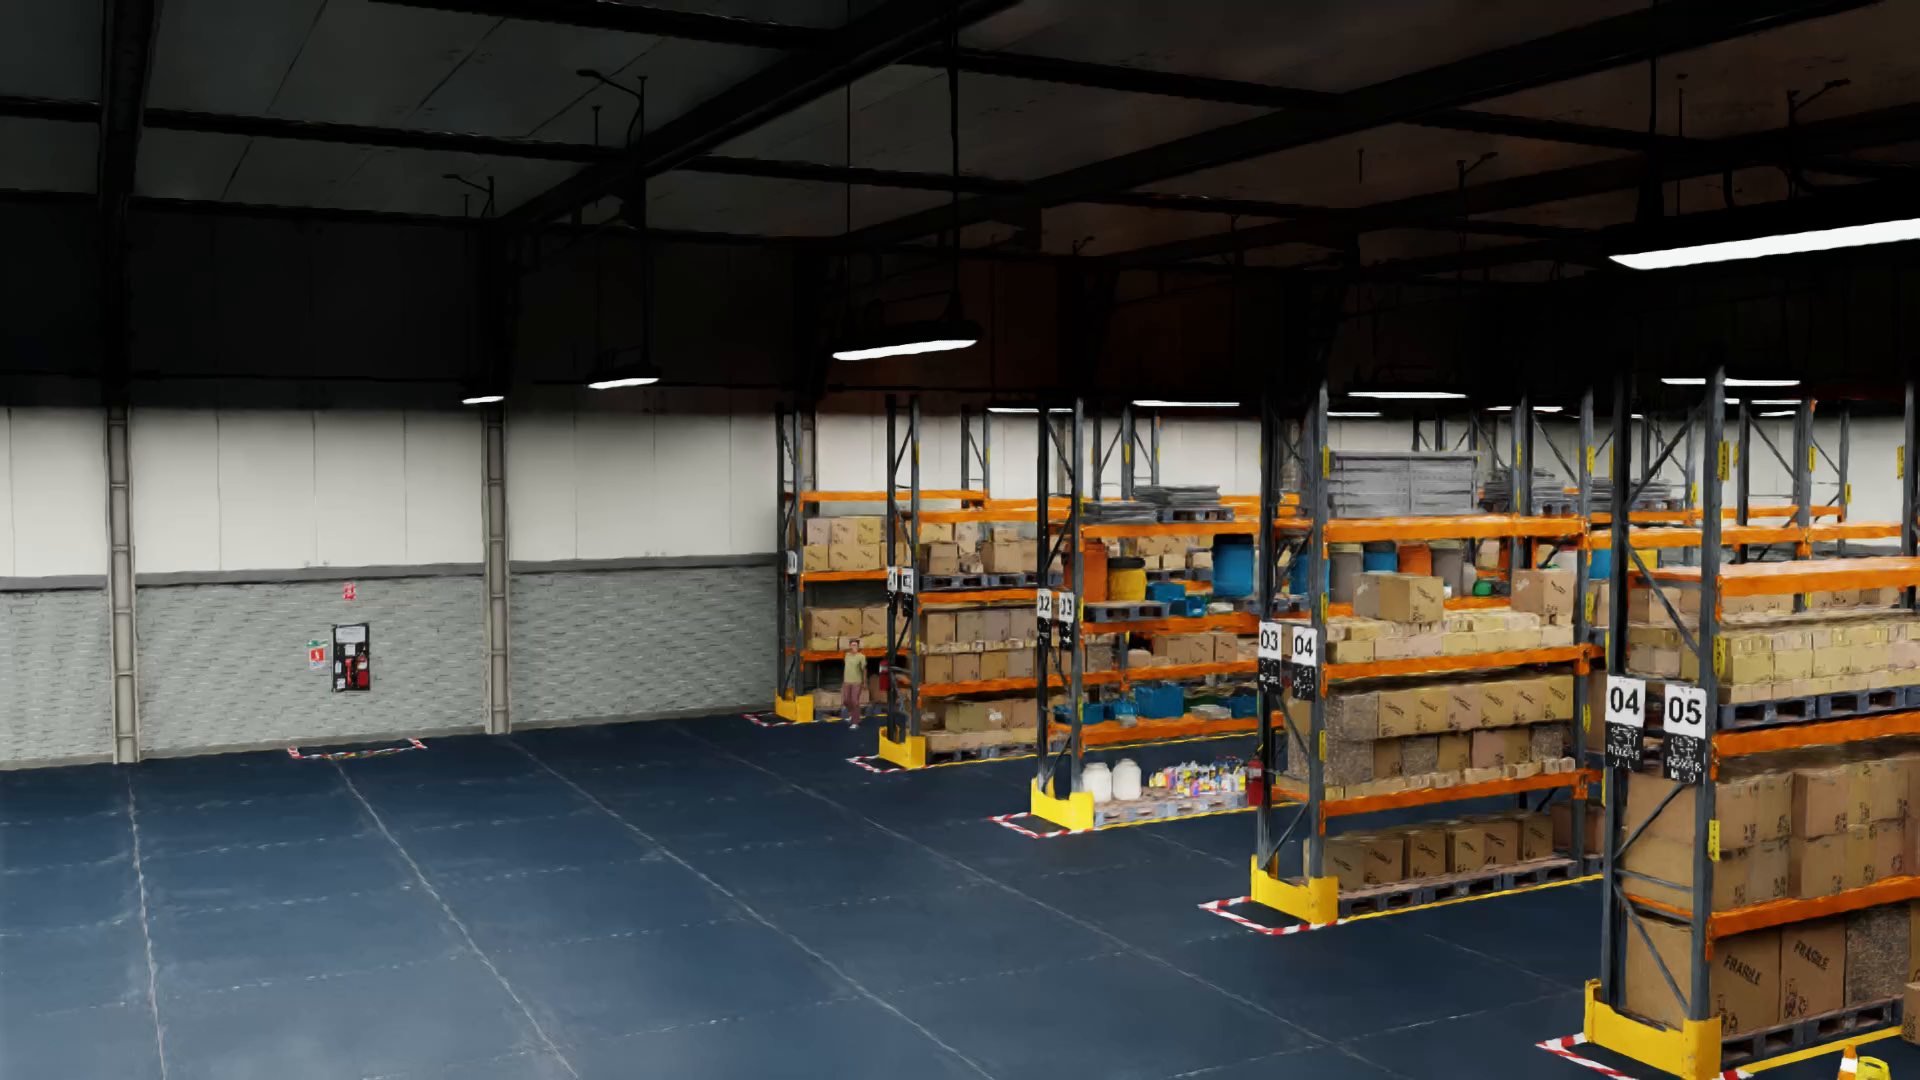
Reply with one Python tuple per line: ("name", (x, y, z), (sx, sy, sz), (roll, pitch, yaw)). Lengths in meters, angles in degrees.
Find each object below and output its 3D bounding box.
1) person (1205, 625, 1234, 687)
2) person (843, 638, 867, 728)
("person", (4.984, 2.433, 32.231), (0.655, 1.785, 0.577), (0, 3, 3))
("person", (-1.927, 2.610, 30.604), (0.513, 1.655, 0.532), (2, 4, 27))
